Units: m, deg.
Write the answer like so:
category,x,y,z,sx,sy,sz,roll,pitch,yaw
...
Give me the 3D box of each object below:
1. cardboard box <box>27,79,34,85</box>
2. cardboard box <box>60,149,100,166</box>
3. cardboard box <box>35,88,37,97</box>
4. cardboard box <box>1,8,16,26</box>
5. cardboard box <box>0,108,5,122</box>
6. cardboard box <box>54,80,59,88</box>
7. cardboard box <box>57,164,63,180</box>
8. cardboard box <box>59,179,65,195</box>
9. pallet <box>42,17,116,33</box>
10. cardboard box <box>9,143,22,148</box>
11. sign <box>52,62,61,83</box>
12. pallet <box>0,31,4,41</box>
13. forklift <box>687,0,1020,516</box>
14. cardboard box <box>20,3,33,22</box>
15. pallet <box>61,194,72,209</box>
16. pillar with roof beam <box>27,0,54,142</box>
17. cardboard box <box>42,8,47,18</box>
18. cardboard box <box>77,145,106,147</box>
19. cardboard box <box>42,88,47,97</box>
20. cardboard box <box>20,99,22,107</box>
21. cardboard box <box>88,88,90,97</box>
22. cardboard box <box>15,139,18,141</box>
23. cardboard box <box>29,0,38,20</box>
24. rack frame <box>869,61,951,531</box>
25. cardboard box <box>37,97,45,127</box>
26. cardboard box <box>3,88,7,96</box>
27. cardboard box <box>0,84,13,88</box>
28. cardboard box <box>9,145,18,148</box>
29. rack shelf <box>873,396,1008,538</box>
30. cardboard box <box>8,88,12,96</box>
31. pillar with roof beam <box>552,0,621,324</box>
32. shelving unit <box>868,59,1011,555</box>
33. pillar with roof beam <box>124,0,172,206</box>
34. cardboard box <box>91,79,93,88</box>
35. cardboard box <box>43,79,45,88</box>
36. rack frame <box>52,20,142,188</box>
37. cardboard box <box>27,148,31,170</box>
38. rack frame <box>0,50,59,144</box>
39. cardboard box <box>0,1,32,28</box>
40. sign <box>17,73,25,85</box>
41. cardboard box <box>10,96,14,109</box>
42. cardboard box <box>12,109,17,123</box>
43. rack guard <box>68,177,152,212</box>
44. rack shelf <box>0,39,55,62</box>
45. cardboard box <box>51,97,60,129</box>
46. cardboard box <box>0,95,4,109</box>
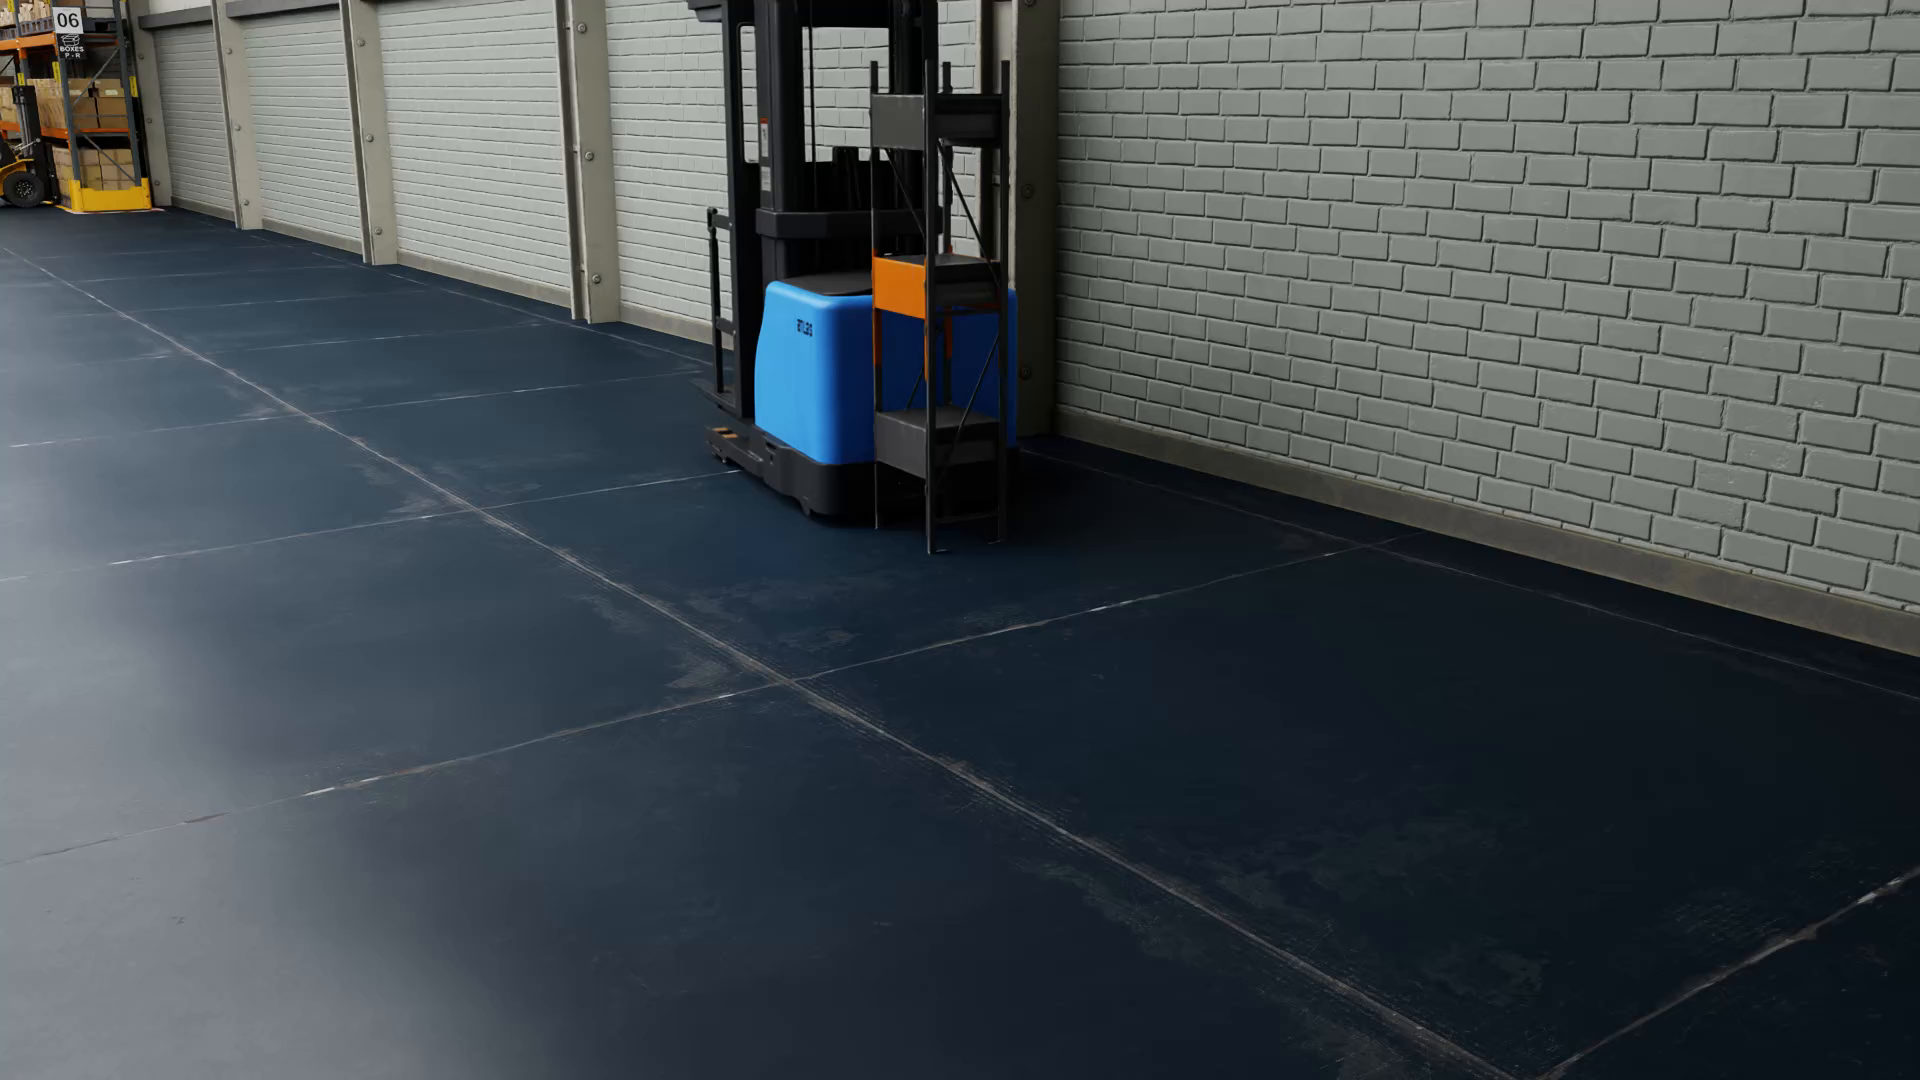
category,x,y,z,sx,sy,sz,roll,pitch,yaw
cardboard box,-16.511,-8.192,29.845,0.380,0.149,0.250,-10,18,-33
cardboard box,-14.630,-6.356,27.637,0.500,0.250,0.500,-10,18,-33
cardboard box,-16.070,-7.884,29.280,0.380,0.149,0.250,-10,18,-33
cardboard box,-17.533,-9.737,30.972,0.500,0.311,0.500,-12,19,-36
cardboard box,-18.747,-8.451,33.056,0.500,0.250,0.500,-11,19,-34
cardboard box,-14.834,-7.596,27.664,0.380,0.149,0.250,-10,18,-33
cardboard box,-14.932,-6.229,28.120,0.500,0.250,0.500,-11,19,-35
cardboard box,-14.923,-5.983,28.167,0.500,0.250,0.500,-11,19,-35
pallet,-14.502,-8.507,27.461,1.003,0.211,1.213,-11,19,-35
cardboard box,-19.306,-8.032,33.951,0.380,0.149,0.250,-12,19,-37
sign,-14.554,-7.539,26.798,0.100,0.325,0.005,-11,19,-35
pallet,-18.339,-9.881,32.671,1.213,0.211,1.003,-10,18,-32
forklift,-0.771,-1.871,8.861,1.130,2.935,3.031,-7,17,-23
cardboard box,-16.167,-9.241,29.160,0.500,0.311,0.500,-10,18,-33
pallet,-14.590,-5.760,28.220,1.003,0.211,1.213,-11,19,-35
pillar with roof beam,-24.325,-12.024,34.462,9.100,9.000,0.400,-11,19,-35
cardboard box,-14.840,-8.654,27.322,0.380,0.149,0.250,-12,19,-36
cardboard box,-15.416,-6.870,29.512,0.500,0.250,0.500,-11,19,-34
cardboard box,-15.591,-7.721,28.685,0.380,0.149,0.250,-11,19,-36
cardboard box,-16.954,-8.036,30.592,0.500,0.250,0.500,-11,19,-36
cardboard box,-14.437,-7.520,27.950,0.380,0.149,0.250,-11,19,-36
cardboard box,-20.404,-8.680,36.319,0.380,0.149,0.250,-11,19,-34
cardboard box,-15.399,-9.117,28.342,0.797,0.503,0.637,-10,18,-33
rack frame,-0.216,-1.084,7.559,0.400,2.100,0.015,-9,18,-30
cardboard box,-15.791,-7.498,29.101,0.500,0.500,0.500,-11,19,-35
cardboard box,-18.532,-8.796,32.612,0.380,0.149,0.250,-10,18,-33
cardboard box,-19.920,-9.228,34.620,0.797,0.503,0.637,-11,19,-36
cardboard box,-18.455,-7.578,33.284,0.875,0.625,0.625,-10,18,-33
rack shelf,-0.091,-0.340,7.545,0.431,0.518,0.480,-9,18,-30
cardboard box,-17.833,-8.514,31.585,0.380,0.149,0.250,-11,19,-36
pillar with roof beam,-6.686,-5.618,11.057,9.100,9.000,0.400,-11,19,-35
shelving unit,-0.091,-1.029,7.357,0.431,2.100,0.503,-9,18,-30
pillar with roof beam,-17.269,-9.462,25.100,9.100,9.000,0.400,-11,19,-35
cardboard box,-14.425,-7.673,27.945,0.380,0.149,0.250,-10,18,-33
cardboard box,-15.690,-7.930,28.885,0.380,0.149,0.250,-11,19,-35
rack frame,-14.107,-6.948,27.279,1.000,3.000,0.127,-11,19,-35
cardboard box,-17.225,-7.136,31.668,0.875,0.625,0.625,-11,19,-35
rack frame,-18.811,-8.656,33.521,1.000,3.000,0.127,-11,19,-35
cardboard box,-18.204,-10.117,32.002,0.700,0.500,0.500,-11,19,-36
sign,-16.892,-8.236,29.942,0.100,0.325,0.005,-11,19,-35
cardboard box,-17.840,-8.365,31.795,0.500,0.250,0.500,-11,19,-34
cardboard box,-17.844,-8.123,31.857,0.500,0.250,0.500,-10,18,-33
rack guard,-14.093,-5.737,27.590,1.175,0.500,0.348,-11,19,-35
rack shelf,-17.635,-9.329,31.659,1.077,0.370,4.000,-11,19,-35
cardboard box,-14.906,-7.173,27.911,0.500,0.500,0.500,-10,18,-33
cardboard box,-18.768,-8.688,32.975,0.500,0.250,0.500,-11,19,-35
